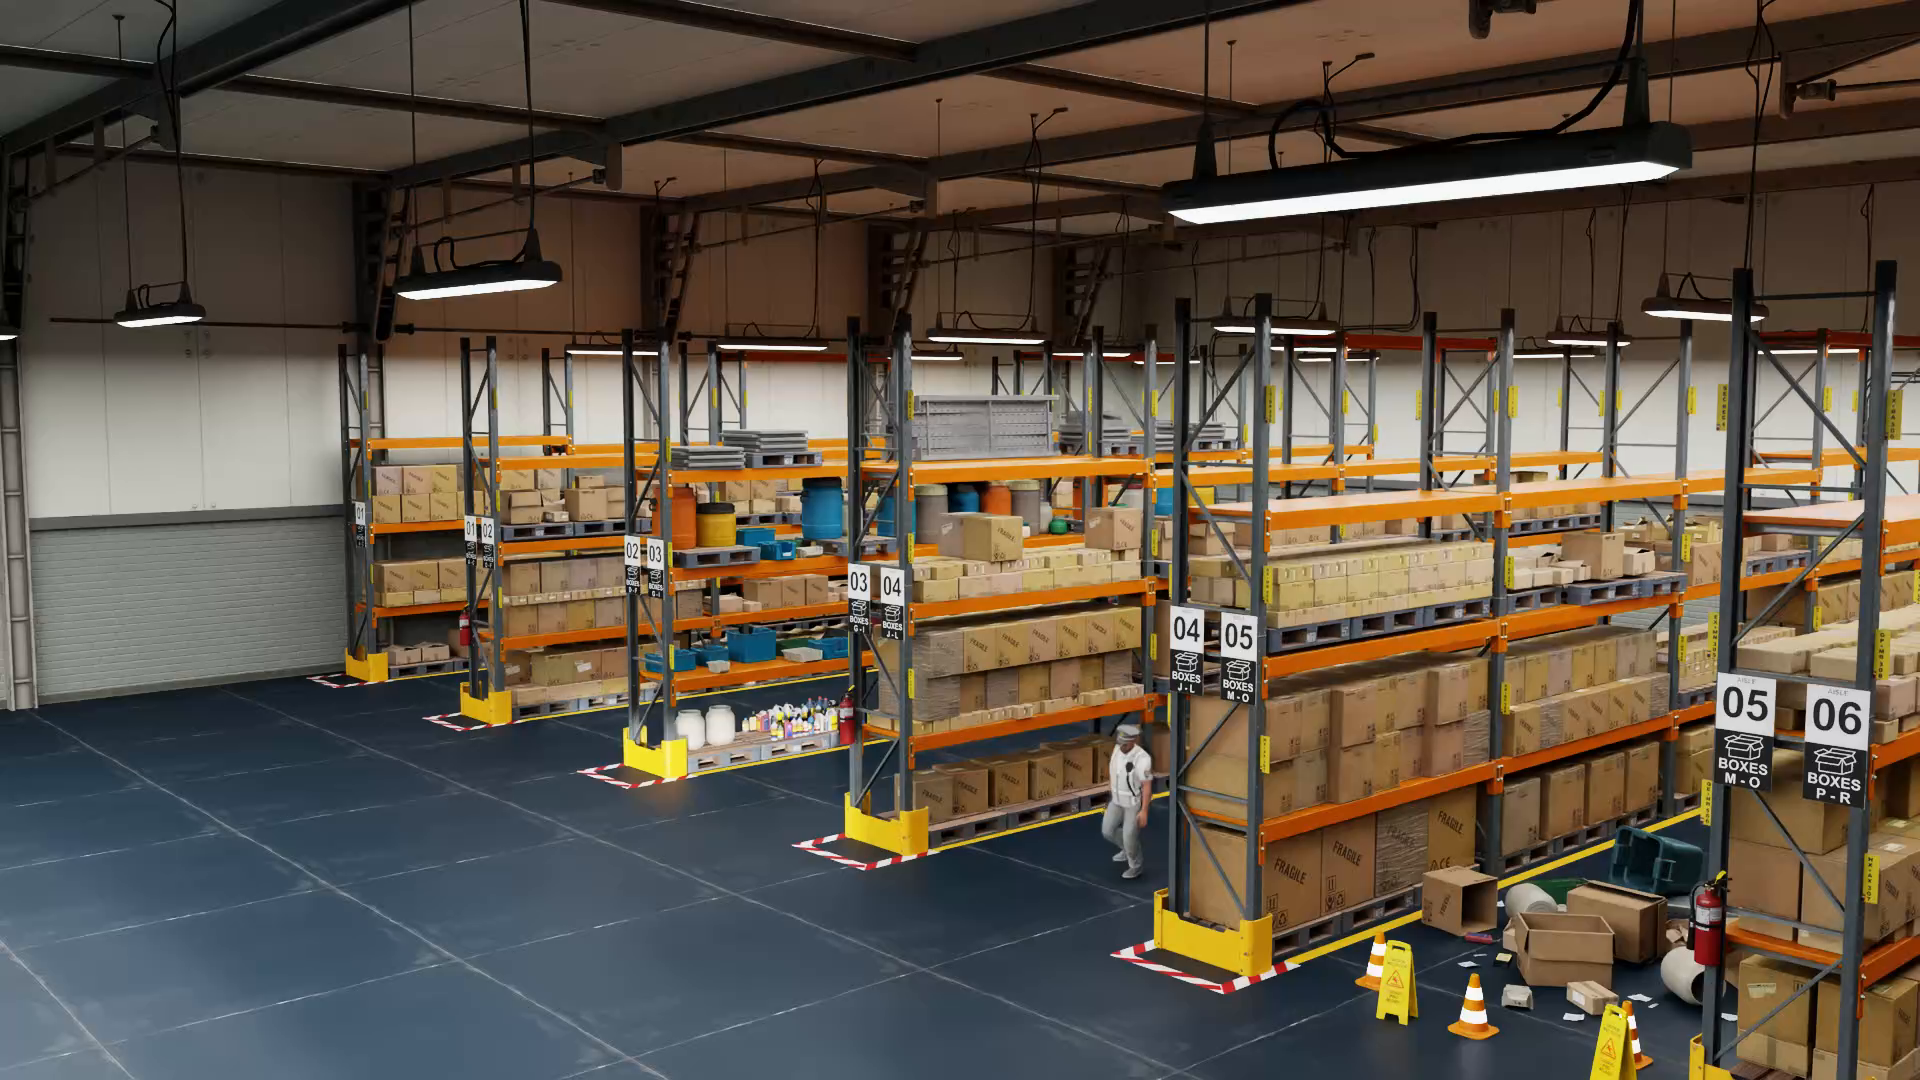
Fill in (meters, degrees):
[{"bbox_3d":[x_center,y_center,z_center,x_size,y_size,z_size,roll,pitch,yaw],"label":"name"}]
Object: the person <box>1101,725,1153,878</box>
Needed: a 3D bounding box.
[{"bbox_3d":[1.816,2.750,17.591,0.648,1.663,0.792,-4,7,-39],"label":"person"}]
